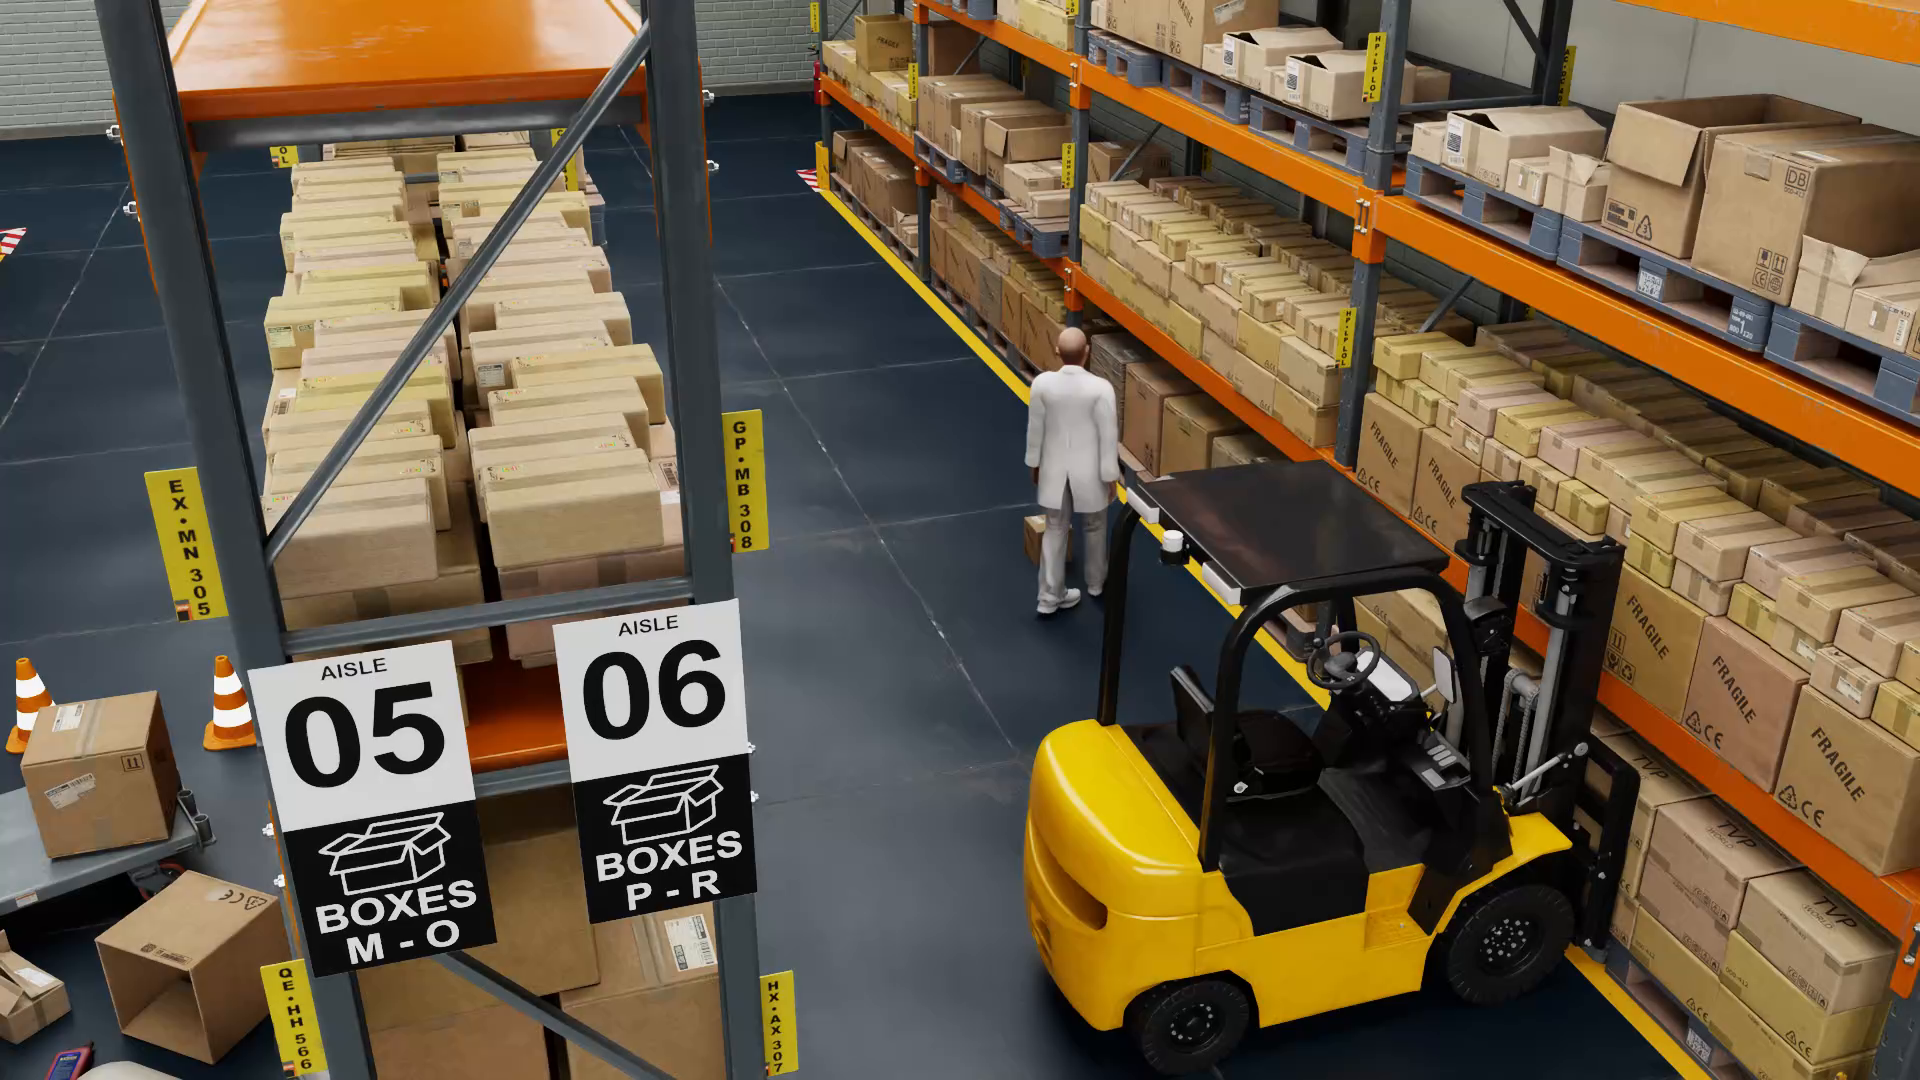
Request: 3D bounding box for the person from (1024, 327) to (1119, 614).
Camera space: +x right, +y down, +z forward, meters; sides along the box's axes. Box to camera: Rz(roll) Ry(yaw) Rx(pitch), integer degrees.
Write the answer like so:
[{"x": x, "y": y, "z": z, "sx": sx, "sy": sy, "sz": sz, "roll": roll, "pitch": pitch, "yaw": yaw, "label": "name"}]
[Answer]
[{"x": 0.701, "y": -0.454, "z": 10.054, "sx": 0.611, "sy": 1.773, "sz": 0.765, "roll": 9, "pitch": 27, "yaw": 17, "label": "person"}]
